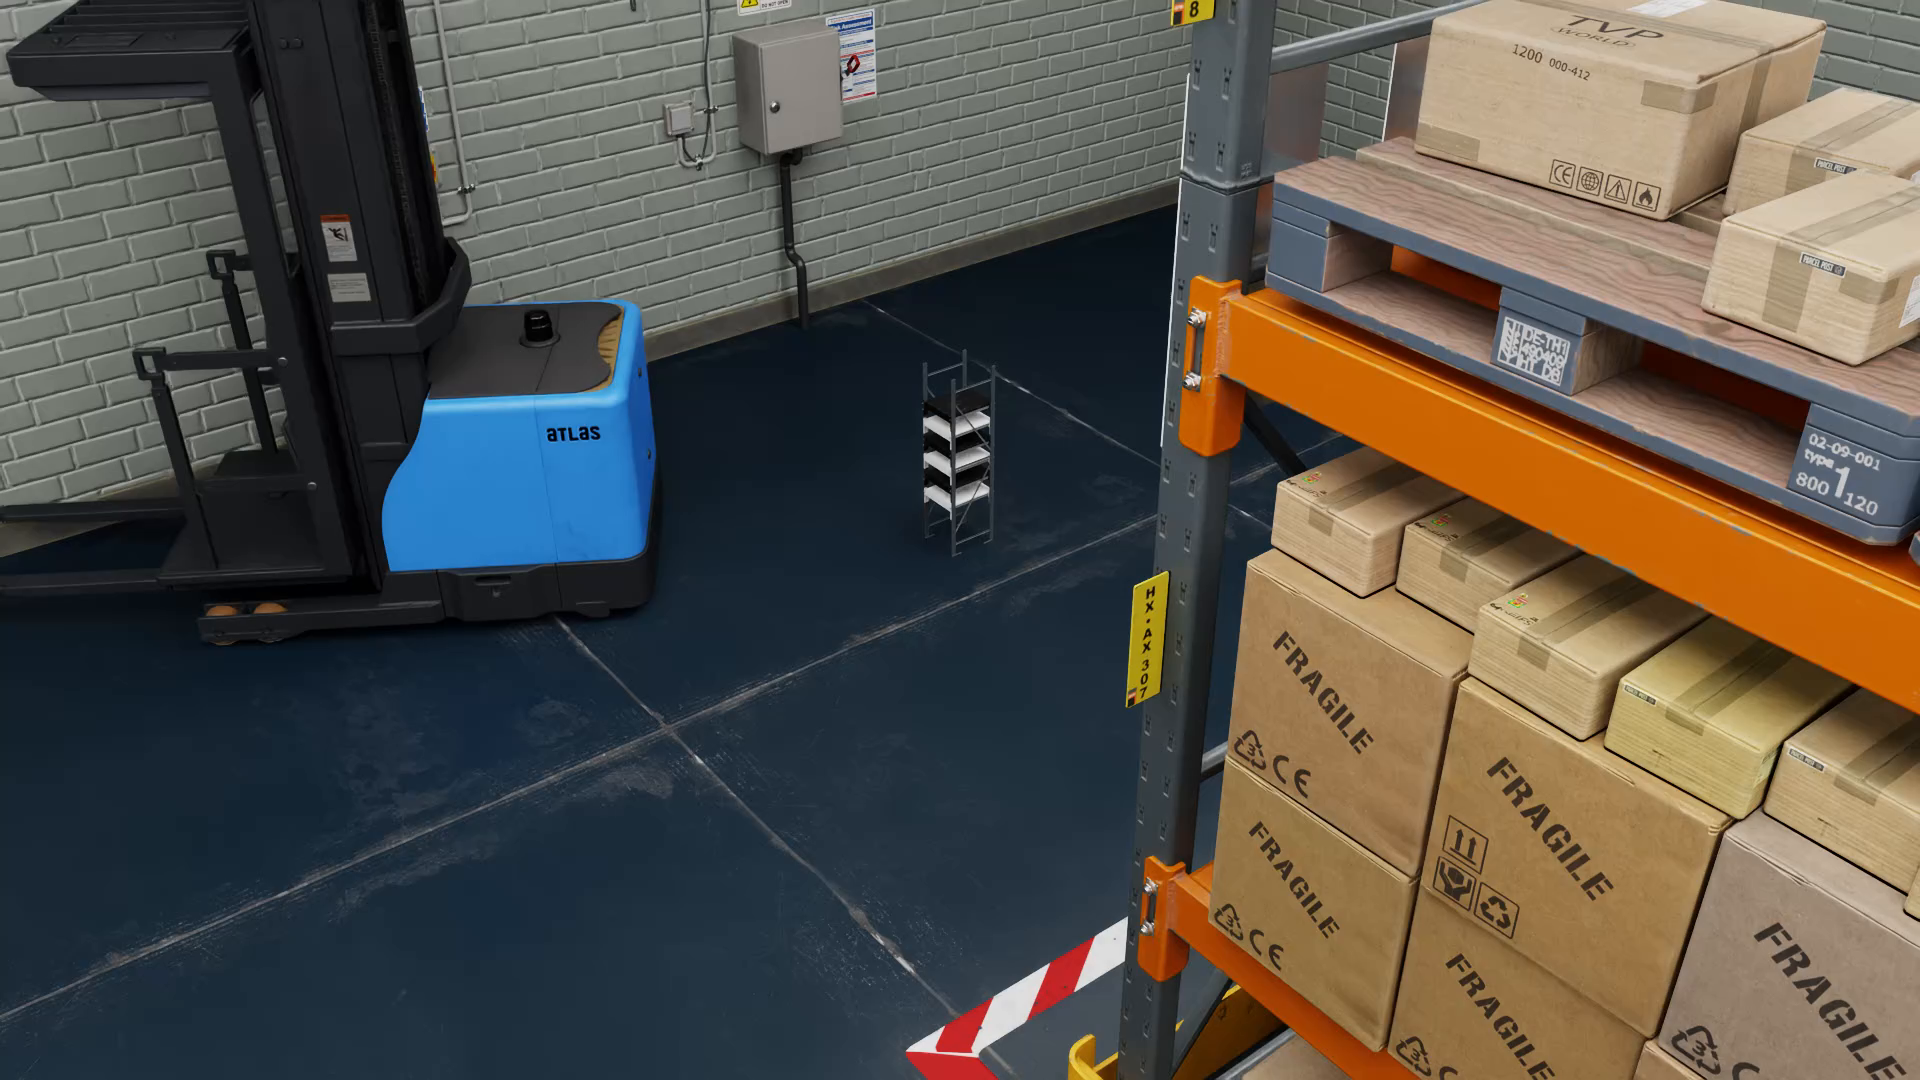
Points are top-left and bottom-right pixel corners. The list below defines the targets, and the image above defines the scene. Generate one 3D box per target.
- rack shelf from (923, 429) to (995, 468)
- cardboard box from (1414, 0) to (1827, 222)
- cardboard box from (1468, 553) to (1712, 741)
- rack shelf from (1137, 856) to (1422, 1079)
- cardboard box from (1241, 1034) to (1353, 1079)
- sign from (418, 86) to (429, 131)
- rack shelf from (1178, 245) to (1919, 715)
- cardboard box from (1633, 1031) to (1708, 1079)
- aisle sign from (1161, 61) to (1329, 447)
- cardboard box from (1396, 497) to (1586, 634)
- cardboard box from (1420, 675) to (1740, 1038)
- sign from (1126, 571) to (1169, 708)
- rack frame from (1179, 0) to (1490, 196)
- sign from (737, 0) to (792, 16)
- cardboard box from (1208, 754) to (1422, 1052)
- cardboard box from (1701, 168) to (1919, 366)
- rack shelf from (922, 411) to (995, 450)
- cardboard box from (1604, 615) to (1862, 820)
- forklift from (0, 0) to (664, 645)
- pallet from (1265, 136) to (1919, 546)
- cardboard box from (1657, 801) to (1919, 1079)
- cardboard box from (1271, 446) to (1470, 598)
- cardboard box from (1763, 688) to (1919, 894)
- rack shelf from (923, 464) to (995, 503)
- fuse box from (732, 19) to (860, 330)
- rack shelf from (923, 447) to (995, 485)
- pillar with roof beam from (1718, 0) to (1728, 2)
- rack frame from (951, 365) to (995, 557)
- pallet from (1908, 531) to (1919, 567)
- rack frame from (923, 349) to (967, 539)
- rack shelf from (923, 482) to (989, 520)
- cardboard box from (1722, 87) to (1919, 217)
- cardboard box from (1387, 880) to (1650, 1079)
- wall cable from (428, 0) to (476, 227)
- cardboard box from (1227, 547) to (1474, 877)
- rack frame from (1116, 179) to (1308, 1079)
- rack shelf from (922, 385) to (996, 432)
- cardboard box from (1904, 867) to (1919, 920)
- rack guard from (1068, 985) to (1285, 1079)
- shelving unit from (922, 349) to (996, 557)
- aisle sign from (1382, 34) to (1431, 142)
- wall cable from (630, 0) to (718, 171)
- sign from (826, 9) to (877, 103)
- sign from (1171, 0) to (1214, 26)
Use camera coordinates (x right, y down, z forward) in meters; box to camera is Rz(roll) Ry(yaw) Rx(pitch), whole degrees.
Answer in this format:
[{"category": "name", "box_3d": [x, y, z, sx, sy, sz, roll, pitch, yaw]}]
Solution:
[{"category": "rack shelf", "box_3d": [-0.005, -0.434, 7.488, 0.258, 0.077, 0.200, -22, 38, -31]}, {"category": "cardboard box", "box_3d": [1.200, -0.827, 3.045, 0.500, 0.250, 0.500, -26, 40, -36]}, {"category": "cardboard box", "box_3d": [1.138, 0.172, 2.972, 0.380, 0.149, 0.250, -21, 38, -30]}, {"category": "rack shelf", "box_3d": [2.080, 1.585, 3.037, 1.077, 0.370, 4.000, -22, 38, -31]}, {"category": "cardboard box", "box_3d": [1.337, 1.599, 4.364, 0.875, 0.438, 0.875, -24, 39, -33]}, {"category": "sign", "box_3d": [-2.699, -2.021, 7.905, 0.327, 0.218, 0.001, -22, 38, -31]}, {"category": "rack shelf", "box_3d": [2.080, 0.311, 2.245, 1.077, 0.370, 4.000, -22, 38, -31]}, {"category": "cardboard box", "box_3d": [1.551, 1.116, 3.016, 0.500, 0.500, 0.500, -23, 38, -32]}, {"category": "aisle sign", "box_3d": [0.580, -0.595, 3.400, 0.394, 0.787, 0.004, -22, 38, -31]}, {"category": "cardboard box", "box_3d": [1.069, 0.027, 3.207, 0.380, 0.149, 0.250, -21, 38, -30]}, {"category": "cardboard box", "box_3d": [1.245, 0.484, 3.085, 0.500, 0.500, 0.500, -23, 39, -33]}, {"category": "sign", "box_3d": [0.411, 0.221, 3.655, 0.100, 0.325, 0.005, -22, 38, -31]}, {"category": "rack frame", "box_3d": [0.853, -2.103, 2.606, 1.000, 3.000, 0.127, -22, 38, -31]}, {"category": "sign", "box_3d": [-1.045, -2.935, 8.849, 0.339, 0.242, 0.001, -22, 38, -31]}, {"category": "cardboard box", "box_3d": [0.921, 0.696, 3.691, 0.500, 0.500, 0.500, -23, 38, -32]}, {"category": "cardboard box", "box_3d": [1.339, -0.415, 2.477, 0.380, 0.149, 0.250, -21, 37, -30]}, {"category": "rack shelf", "box_3d": [-0.005, -0.510, 7.441, 0.258, 0.077, 0.200, -22, 38, -31]}, {"category": "cardboard box", "box_3d": [1.314, 0.276, 2.805, 0.380, 0.149, 0.250, -24, 39, -33]}, {"category": "forklift", "box_3d": [-2.883, -1.094, 6.733, 3.031, 2.935, 1.130, -3, 32, -5]}, {"category": "pallet", "box_3d": [1.316, -0.485, 2.929, 1.003, 0.211, 1.213, -22, 38, -31]}, {"category": "cardboard box", "box_3d": [1.567, 0.696, 2.744, 0.500, 0.500, 0.500, -23, 38, -32]}, {"category": "cardboard box", "box_3d": [0.852, -0.059, 3.345, 0.380, 0.149, 0.250, -21, 38, -30]}, {"category": "cardboard box", "box_3d": [1.516, 0.368, 2.657, 0.380, 0.149, 0.250, -22, 38, -31]}, {"category": "rack shelf", "box_3d": [-0.005, -0.281, 7.583, 0.258, 0.077, 0.200, -22, 38, -31]}, {"category": "fuse box", "box_3d": [-0.874, -1.968, 9.297, 0.539, 1.711, 0.414, -22, 38, -31]}, {"category": "rack shelf", "box_3d": [-0.005, -0.357, 7.536, 0.258, 0.077, 0.200, -22, 38, -31]}, {"category": "pillar with roof beam", "box_3d": [0.430, -3.733, 5.231, 9.100, 9.000, 0.400, -22, 38, -31]}, {"category": "rack frame", "box_3d": [0.057, -0.343, 7.450, 0.240, 0.900, 0.006, -22, 38, -31]}, {"category": "pallet", "box_3d": [2.069, 0.024, 2.110, 1.003, 0.211, 1.213, -22, 38, -31]}, {"category": "rack frame", "box_3d": [-0.067, -0.428, 7.586, 0.240, 0.900, 0.006, -22, 38, -31]}, {"category": "rack shelf", "box_3d": [-0.005, -0.204, 7.631, 0.258, 0.077, 0.200, -22, 38, -31]}, {"category": "cardboard box", "box_3d": [1.521, -0.635, 2.832, 0.380, 0.149, 0.250, -26, 40, -35]}, {"category": "cardboard box", "box_3d": [1.253, 0.898, 3.366, 0.500, 0.500, 0.500, -23, 38, -32]}, {"category": "wall cable", "box_3d": [-2.623, -2.342, 7.684, 0.585, 1.953, 0.123, -22, 38, -31]}, {"category": "cardboard box", "box_3d": [0.923, 0.271, 3.428, 0.500, 0.500, 0.500, -23, 39, -32]}, {"category": "rack frame", "box_3d": [0.853, 0.446, 4.189, 1.000, 3.000, 0.127, -22, 38, -31]}, {"category": "rack shelf", "box_3d": [-0.005, -0.587, 7.393, 0.258, 0.077, 0.200, -22, 38, -31]}, {"category": "cardboard box", "box_3d": [1.636, 0.486, 2.467, 0.380, 0.149, 0.250, -22, 38, -31]}, {"category": "rack guard", "box_3d": [0.839, 1.498, 4.865, 1.175, 0.500, 0.348, -22, 38, -31]}, {"category": "shelving unit", "box_3d": [-0.005, -0.386, 7.518, 0.258, 0.900, 0.210, -22, 38, -31]}, {"category": "aisle sign", "box_3d": [1.054, -0.789, 3.713, 0.394, 0.787, 0.004, -22, 38, -31]}, {"category": "wall cable", "box_3d": [-1.510, -2.792, 8.439, 0.588, 1.984, 0.122, -22, 38, -31]}, {"category": "sign", "box_3d": [-0.611, -2.721, 9.378, 0.329, 0.494, 0.001, -22, 38, -31]}, {"category": "sign", "box_3d": [0.411, -1.056, 2.861, 0.100, 0.325, 0.005, -22, 38, -31]}]
